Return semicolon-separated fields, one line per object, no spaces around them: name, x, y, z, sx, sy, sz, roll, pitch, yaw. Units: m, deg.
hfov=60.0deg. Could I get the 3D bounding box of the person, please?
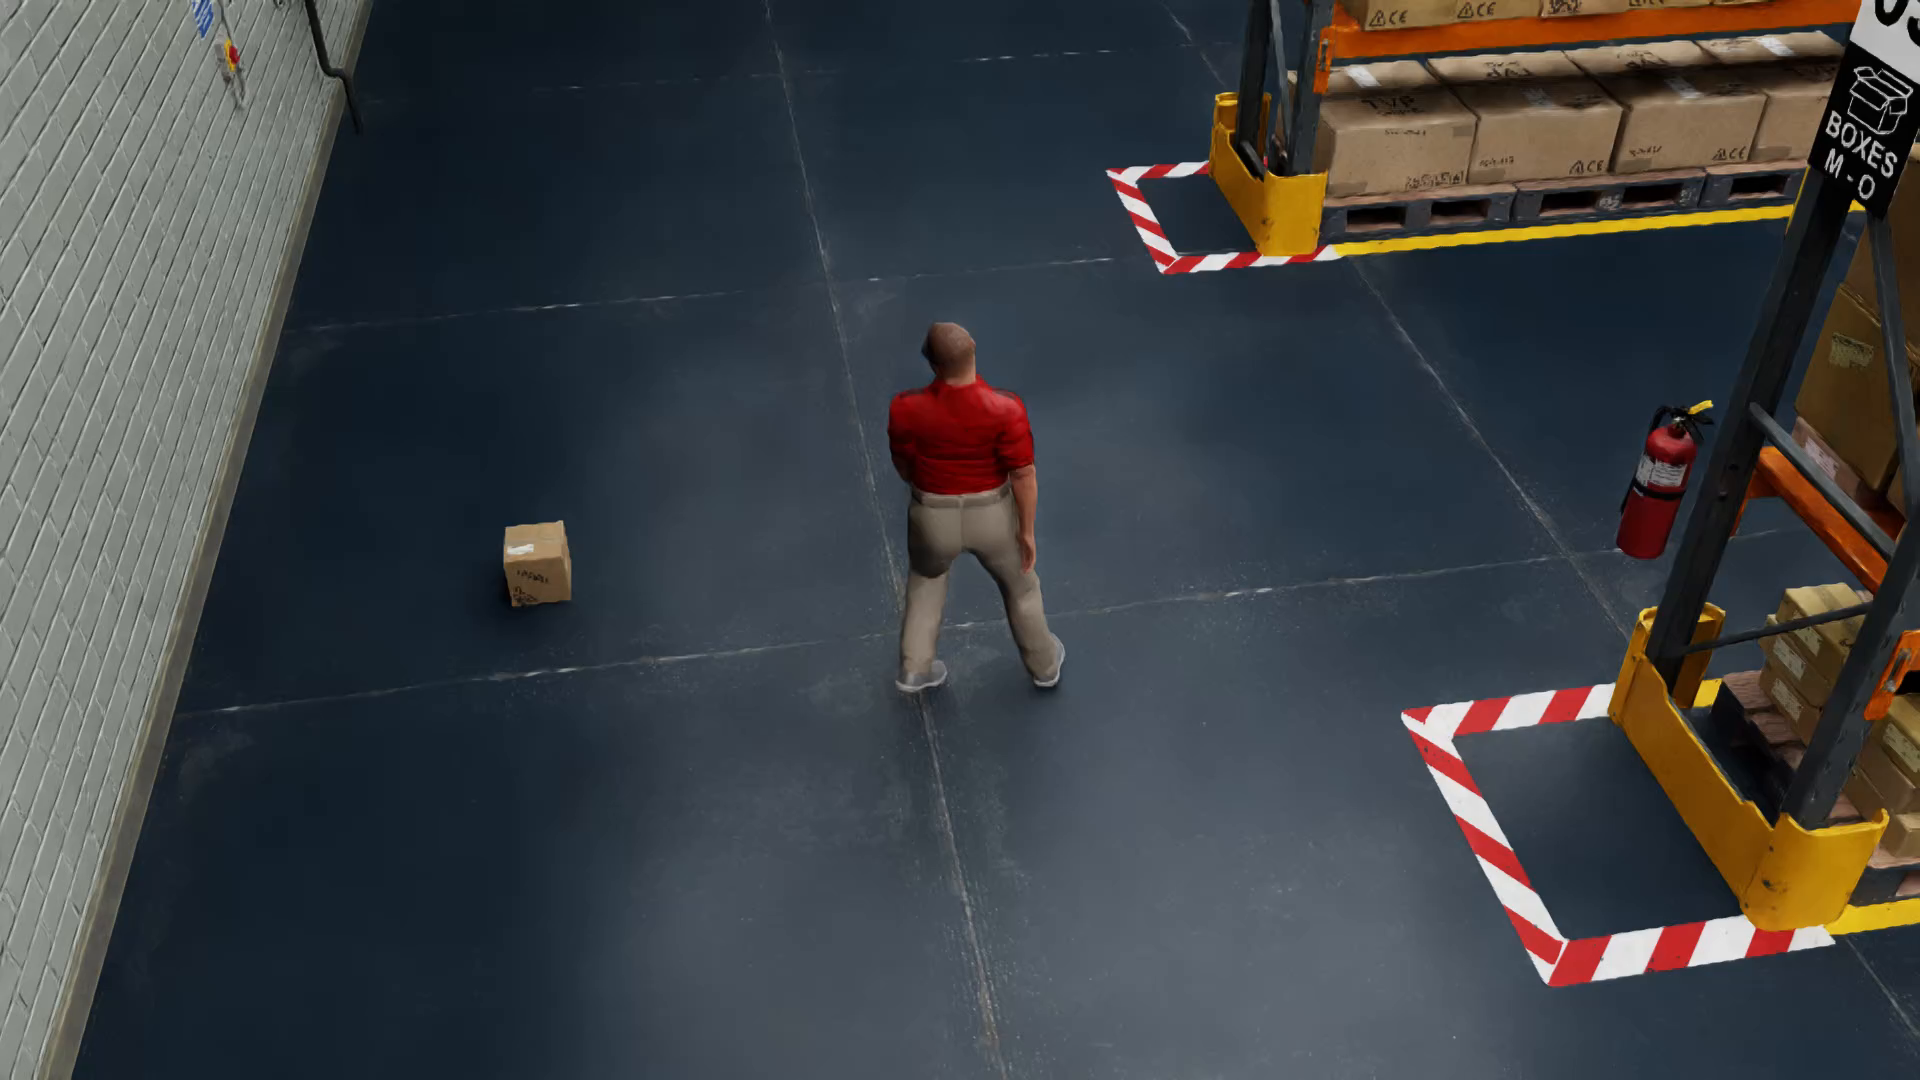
person;0.088;-0.110;6.326;0.707;1.709;0.539;-1;38;-2
